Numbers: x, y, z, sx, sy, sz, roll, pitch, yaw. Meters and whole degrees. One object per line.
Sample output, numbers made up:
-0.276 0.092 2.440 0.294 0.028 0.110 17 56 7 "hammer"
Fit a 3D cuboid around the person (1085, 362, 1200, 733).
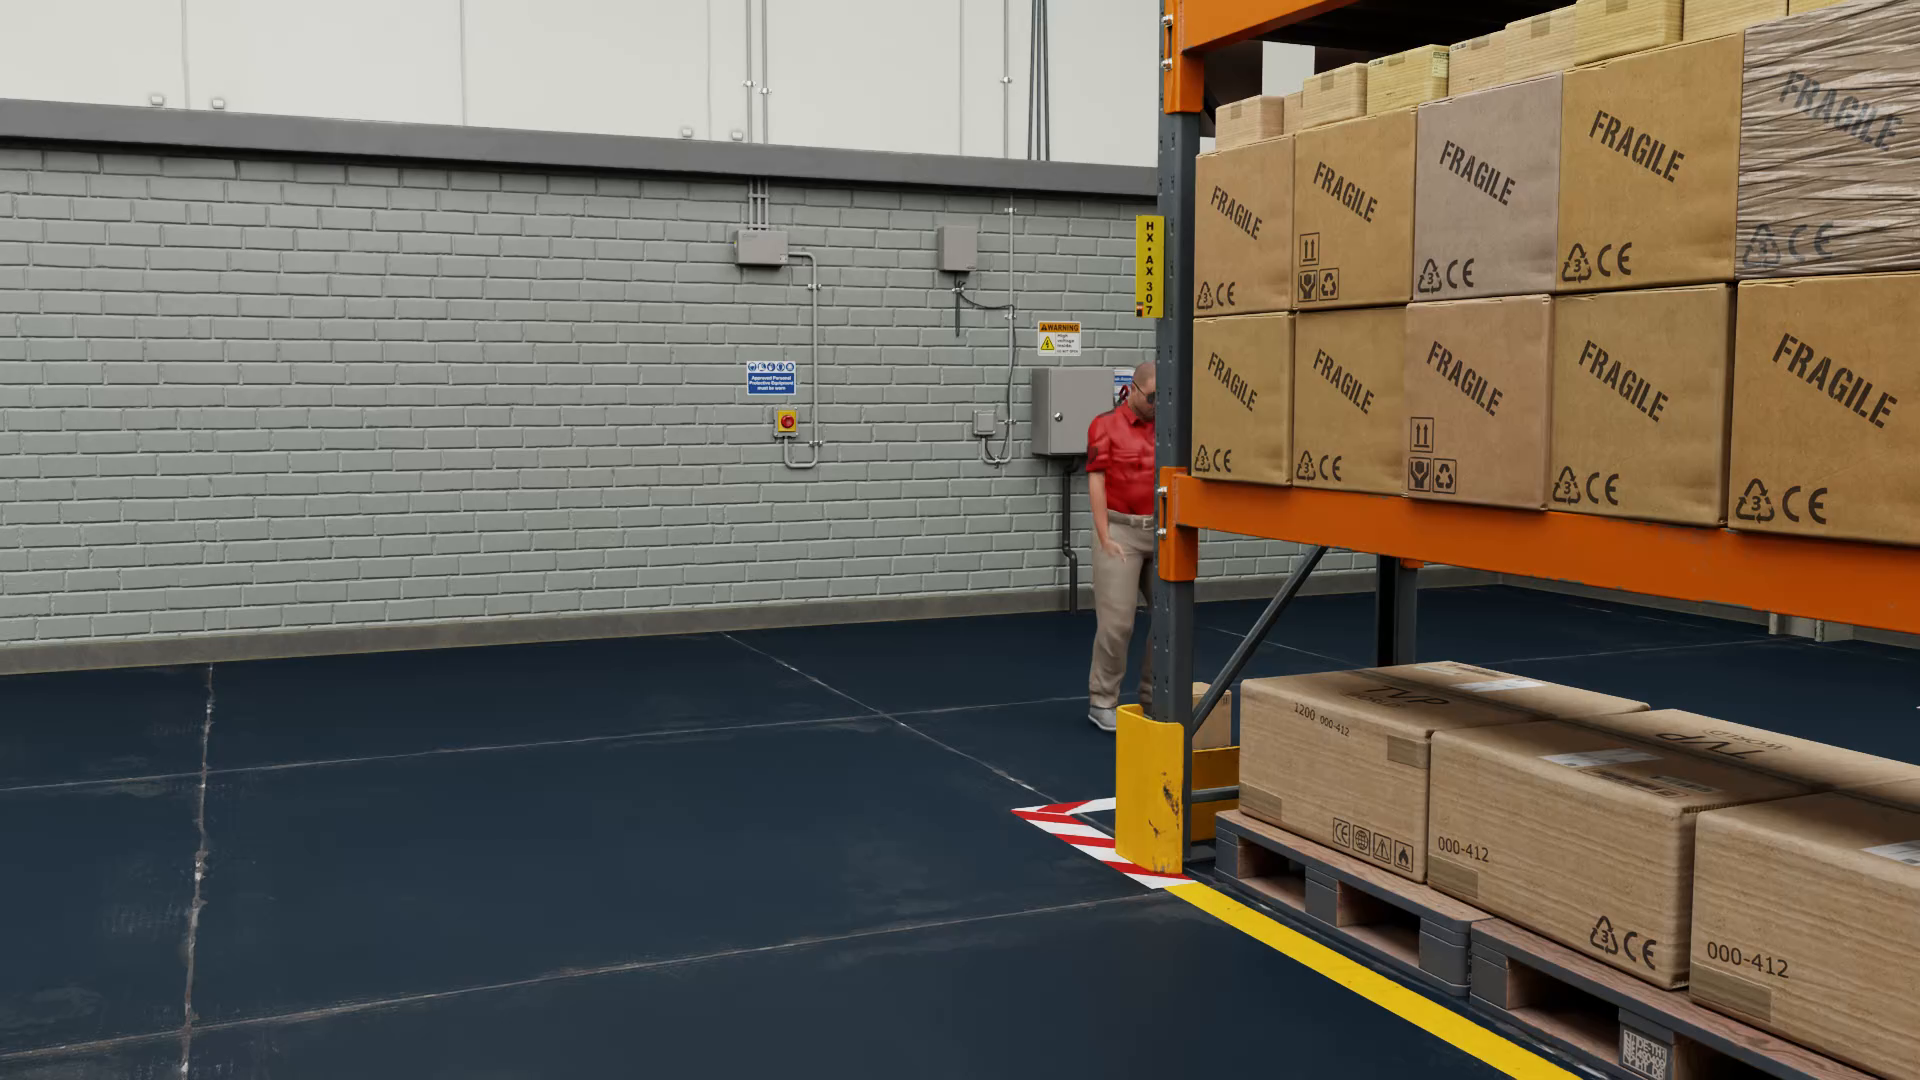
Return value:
0.849 0.025 7.767 0.544 1.704 0.375 -2 6 -22 "person"
